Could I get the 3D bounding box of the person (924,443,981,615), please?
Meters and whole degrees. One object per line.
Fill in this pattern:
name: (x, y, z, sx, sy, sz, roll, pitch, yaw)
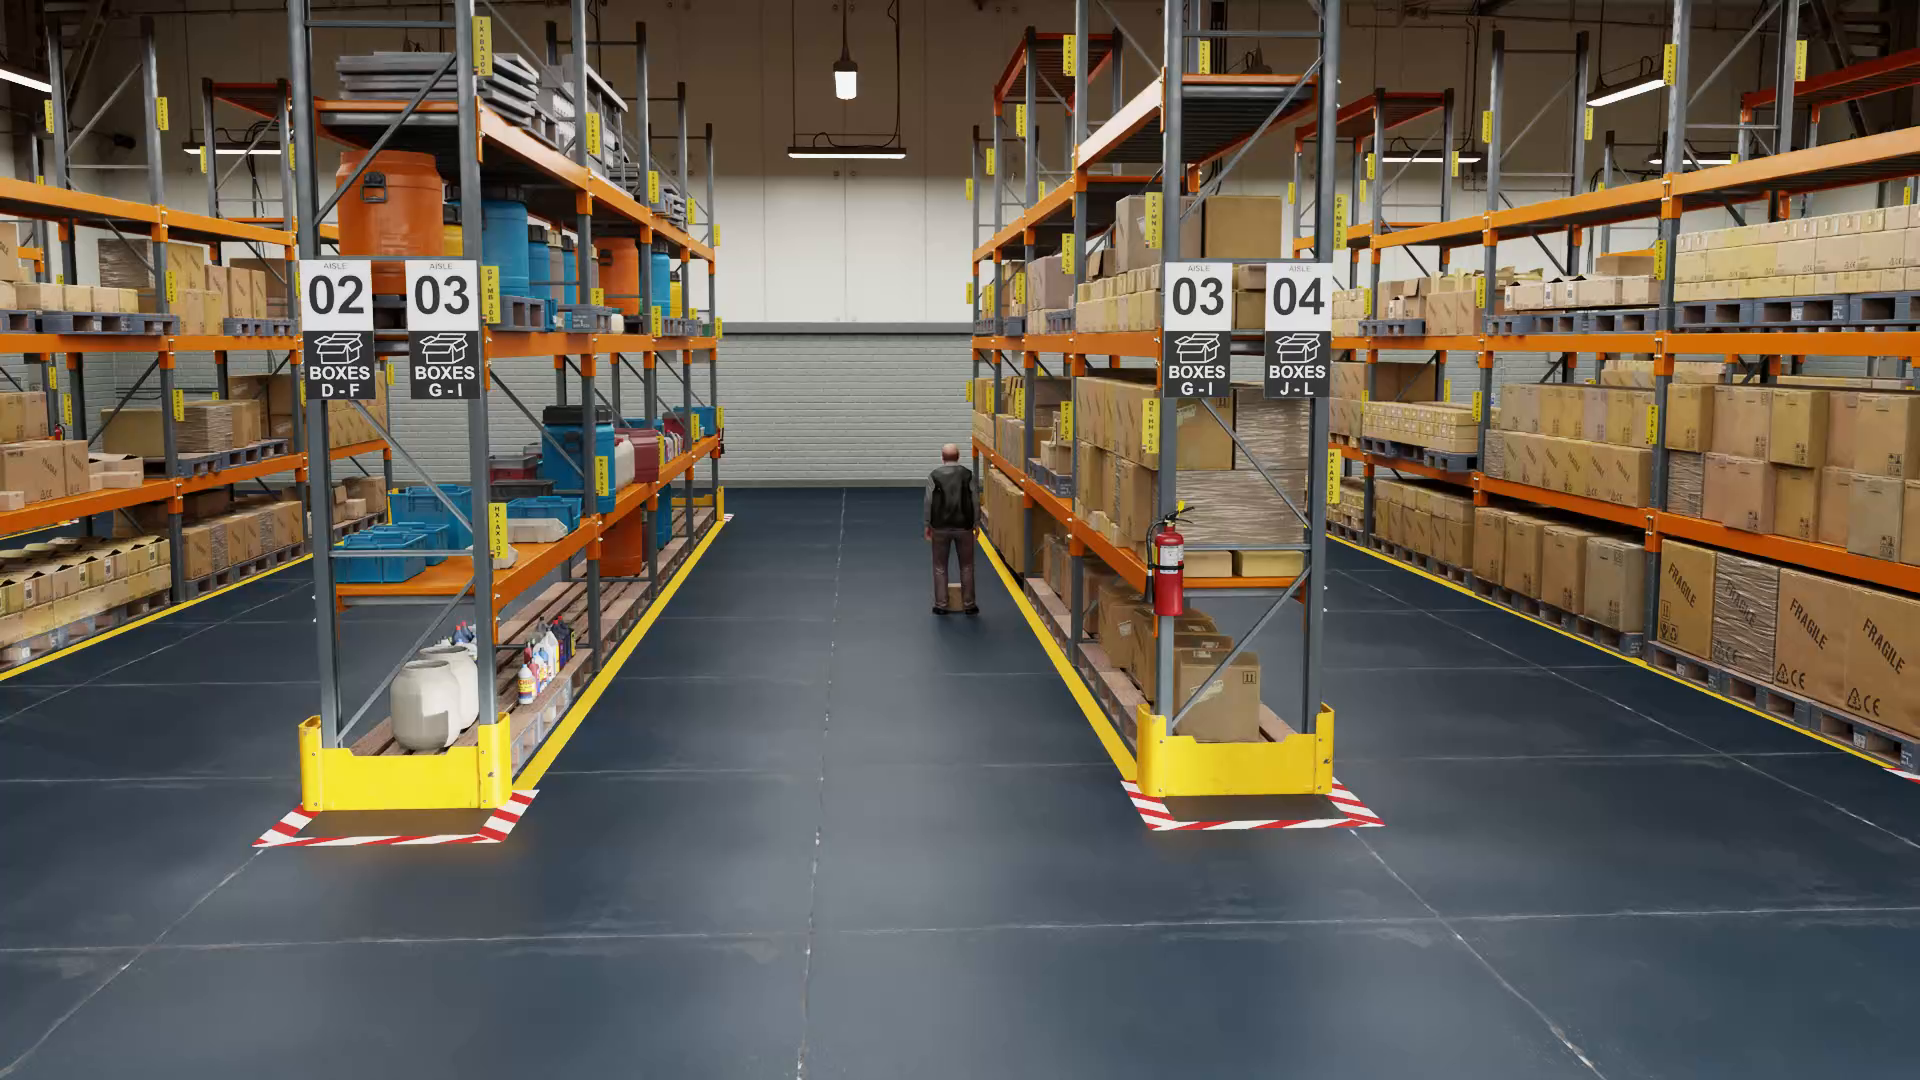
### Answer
person: (-0.075, -0.109, 16.755, 0.580, 1.721, 0.418, 0, 7, -3)
